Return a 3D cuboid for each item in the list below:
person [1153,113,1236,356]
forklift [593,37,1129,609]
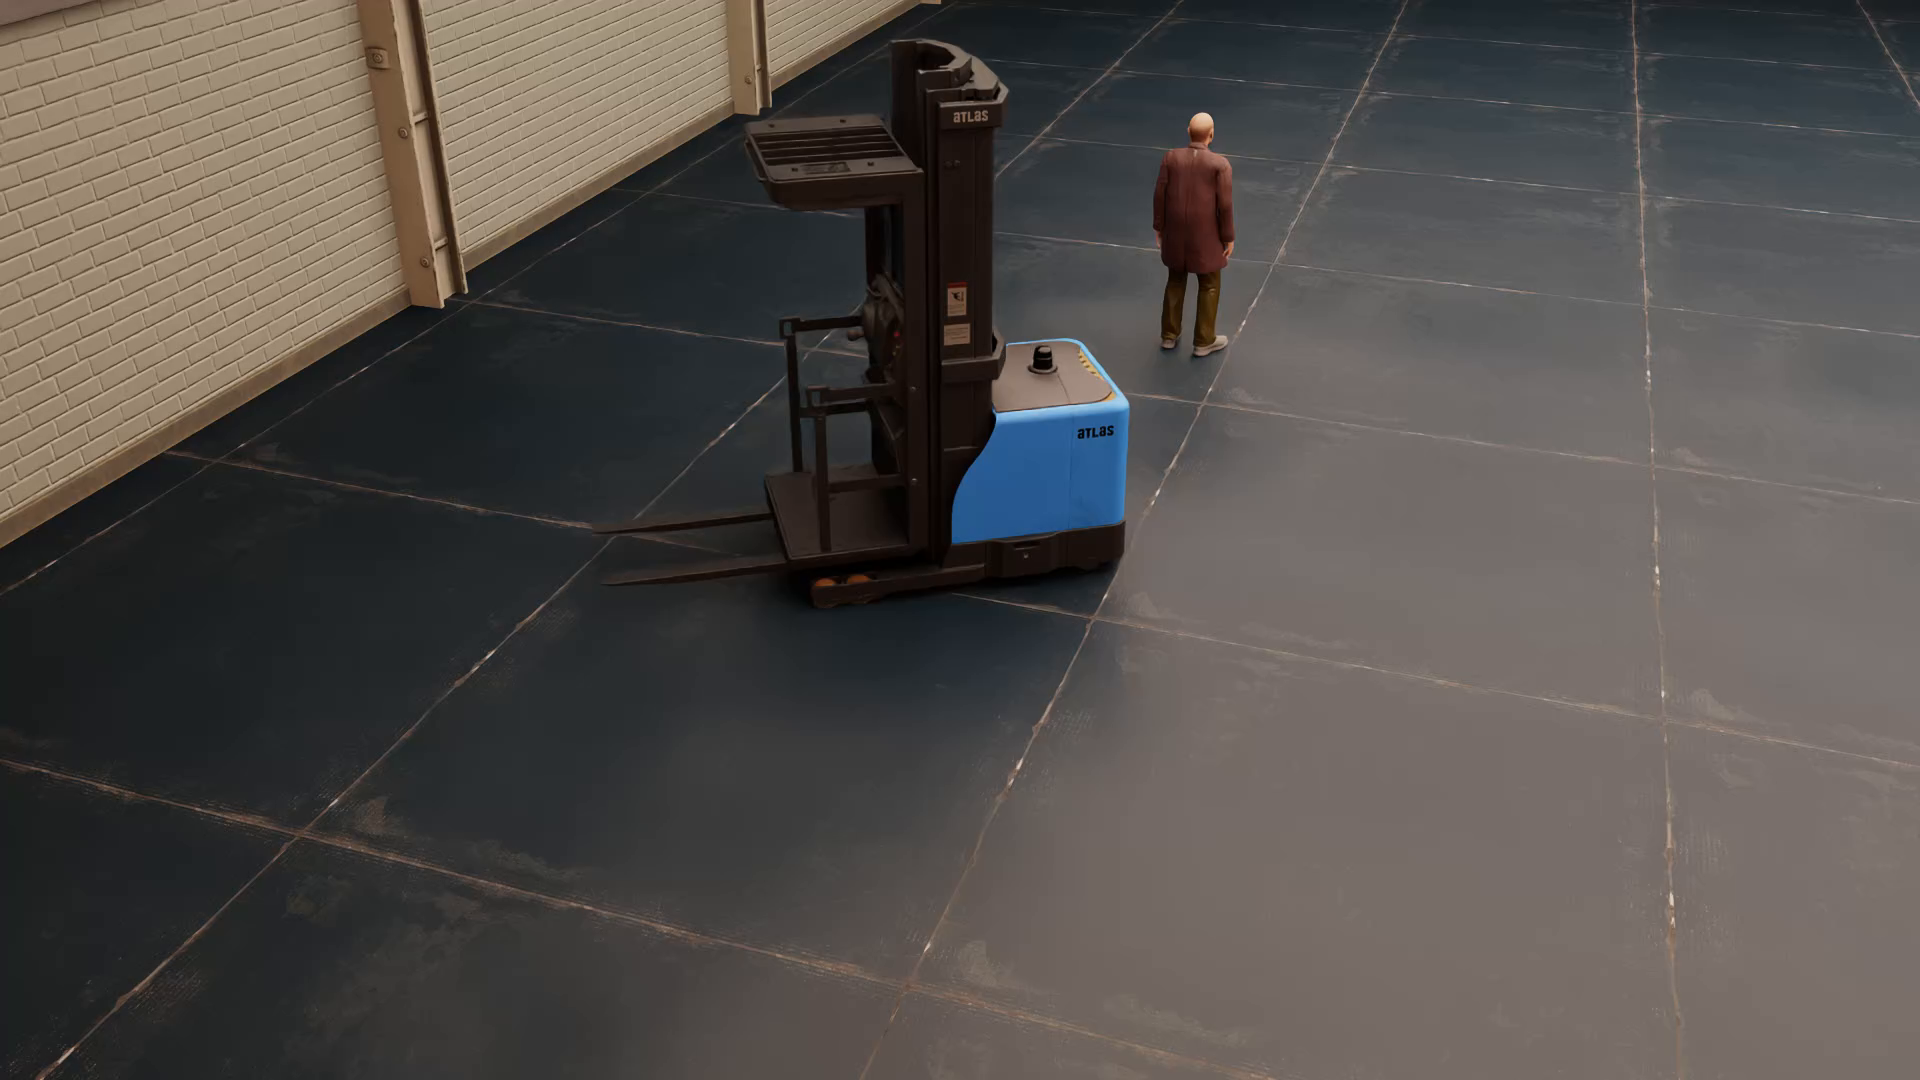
[{"bbox_3d":[1.727,-2.252,12.257,0.644,1.774,0.436,16,33,26],"label":"person"},{"bbox_3d":[-0.609,-1.173,9.193,3.031,2.935,1.130,-7,30,-12],"label":"forklift"}]
